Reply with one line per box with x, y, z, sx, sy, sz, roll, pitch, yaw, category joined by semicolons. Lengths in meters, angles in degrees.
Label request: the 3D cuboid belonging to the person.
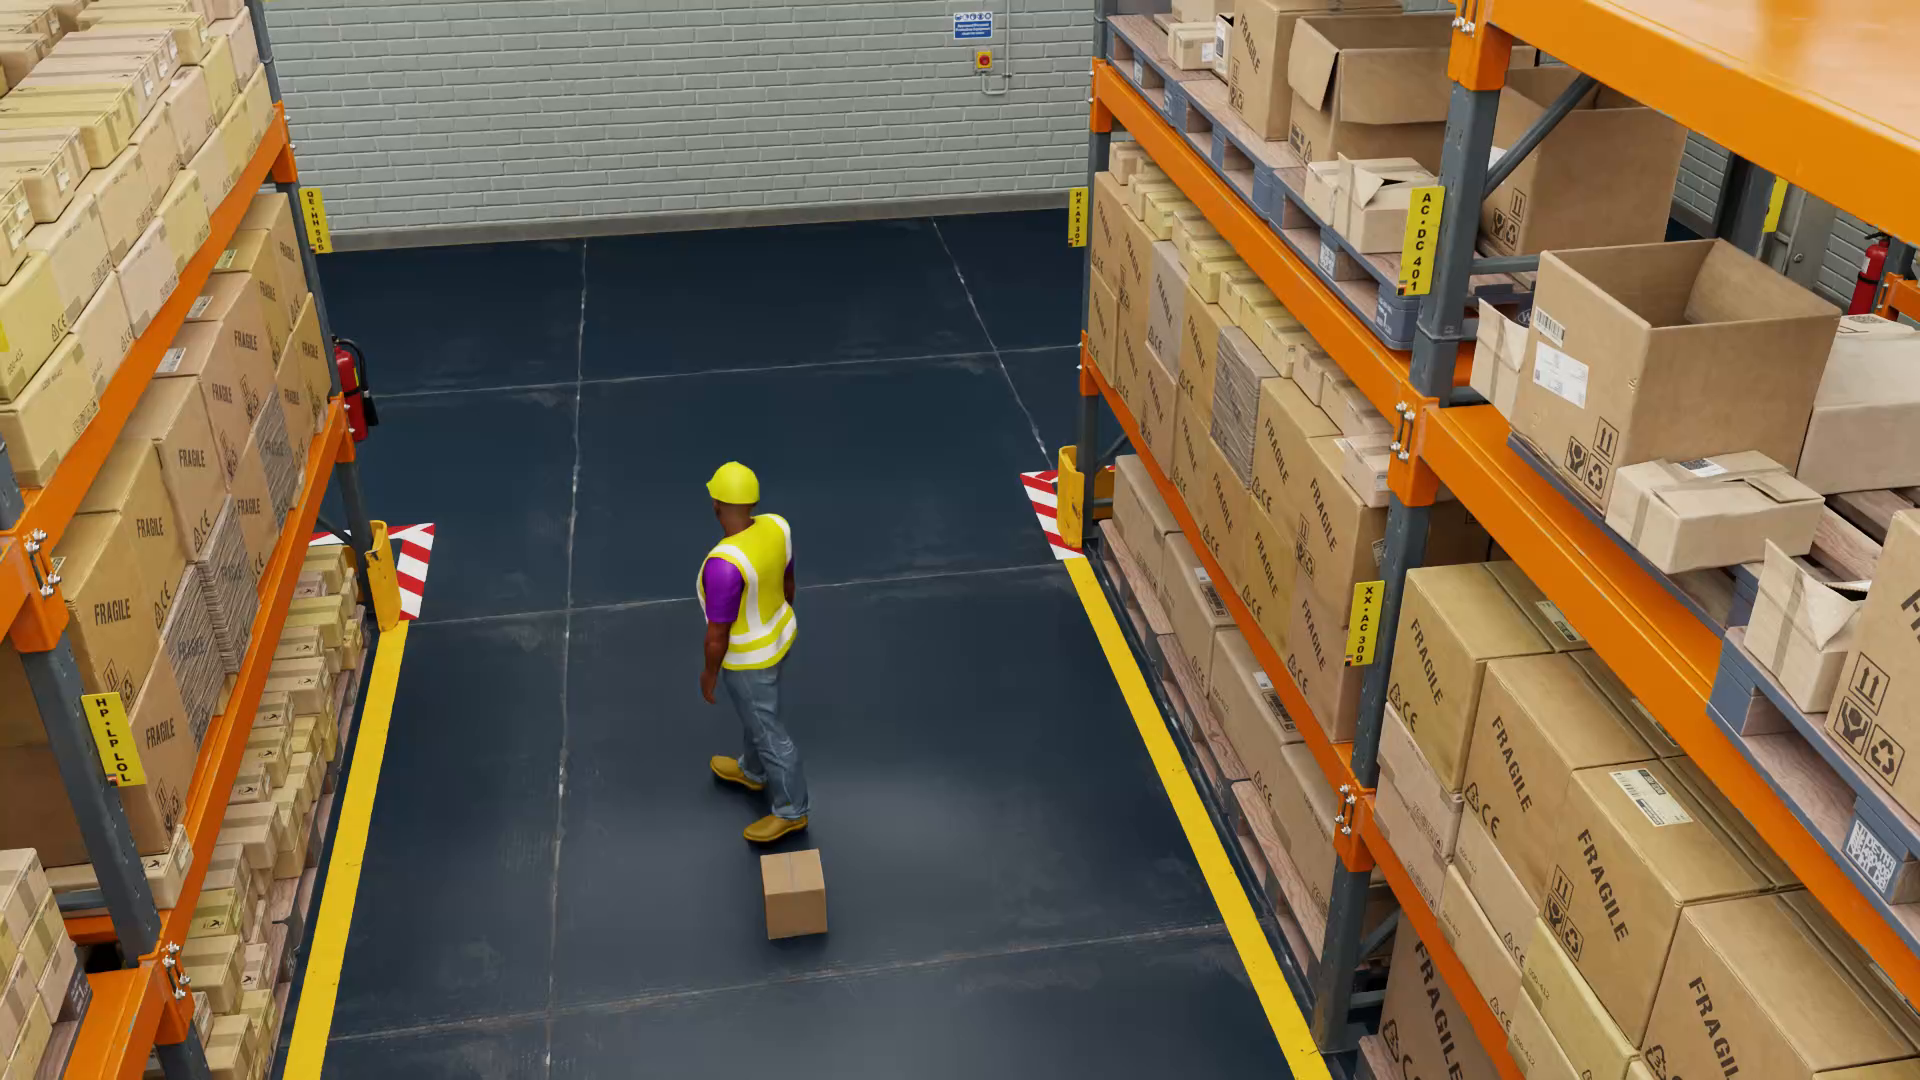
-0.938;0.455;7.307;0.607;1.766;0.647;9;32;15;person
